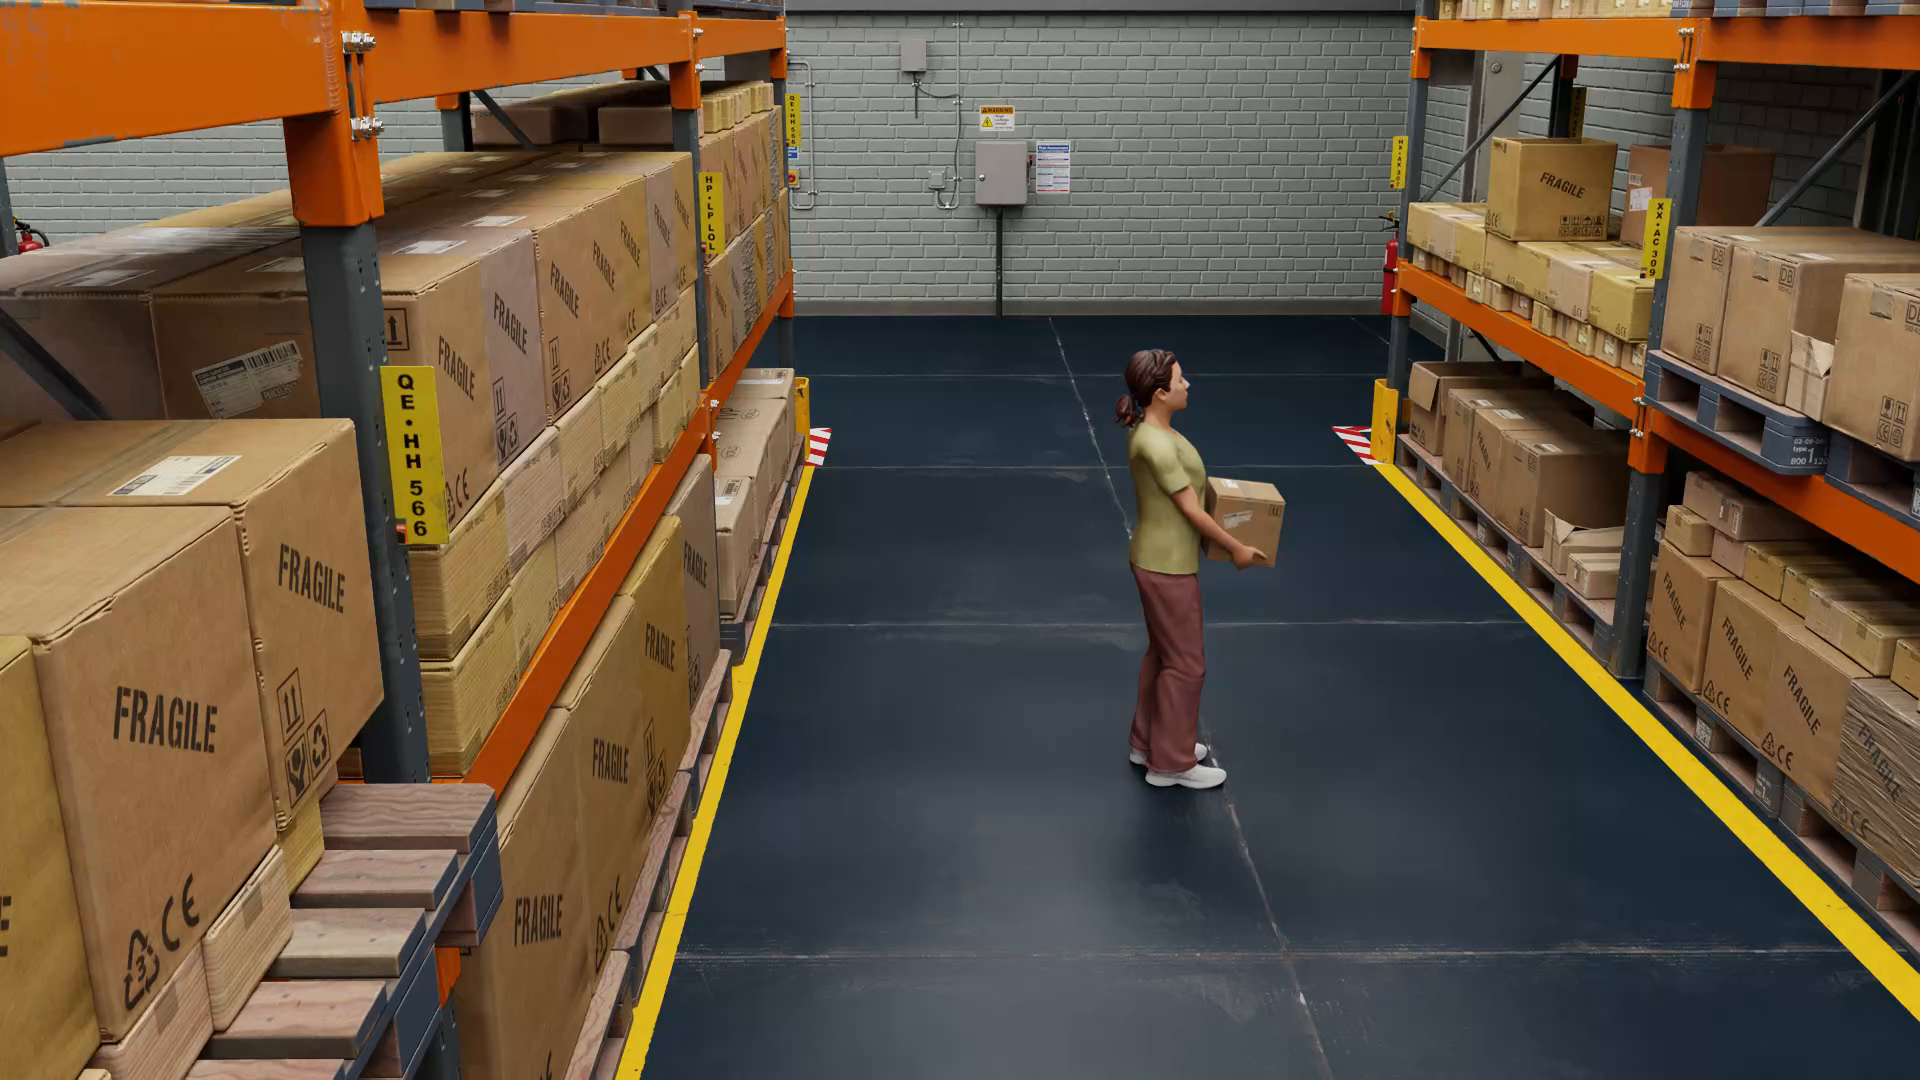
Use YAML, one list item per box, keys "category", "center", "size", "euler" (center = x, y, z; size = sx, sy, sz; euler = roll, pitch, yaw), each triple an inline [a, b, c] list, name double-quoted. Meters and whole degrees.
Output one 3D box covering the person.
- category: "person"
  center: [0.838, 0.107, 6.222]
  size: [0.561, 1.662, 0.426]
  euler: [0, 17, 0]
